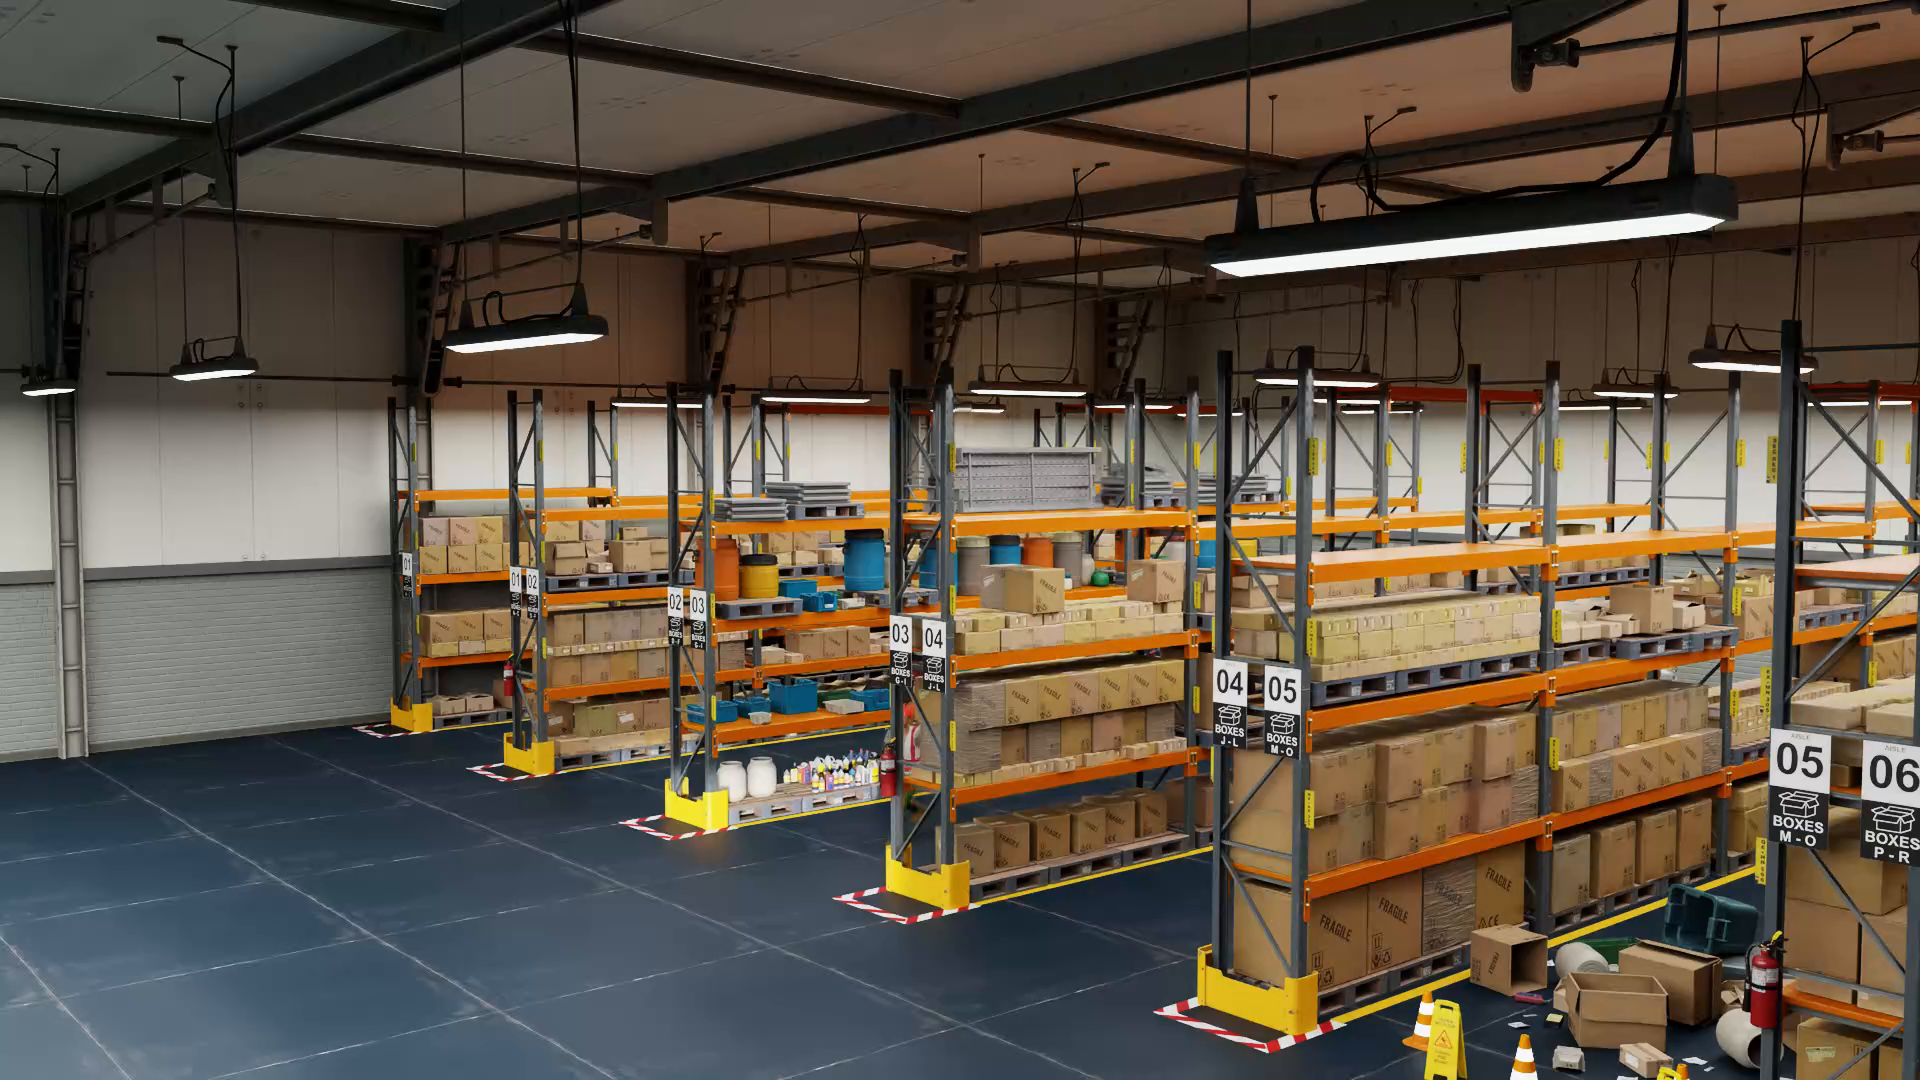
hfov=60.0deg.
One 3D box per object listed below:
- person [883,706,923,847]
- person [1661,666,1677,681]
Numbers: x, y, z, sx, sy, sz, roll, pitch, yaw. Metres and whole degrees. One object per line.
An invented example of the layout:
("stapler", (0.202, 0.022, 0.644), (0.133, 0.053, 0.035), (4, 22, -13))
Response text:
("person", (-0.694, 3.023, 21.590), (0.683, 1.772, 0.969), (1, 4, 23))
("person", (12.886, 2.562, 30.331), (0.605, 1.651, 0.642), (-1, 3, -10))
